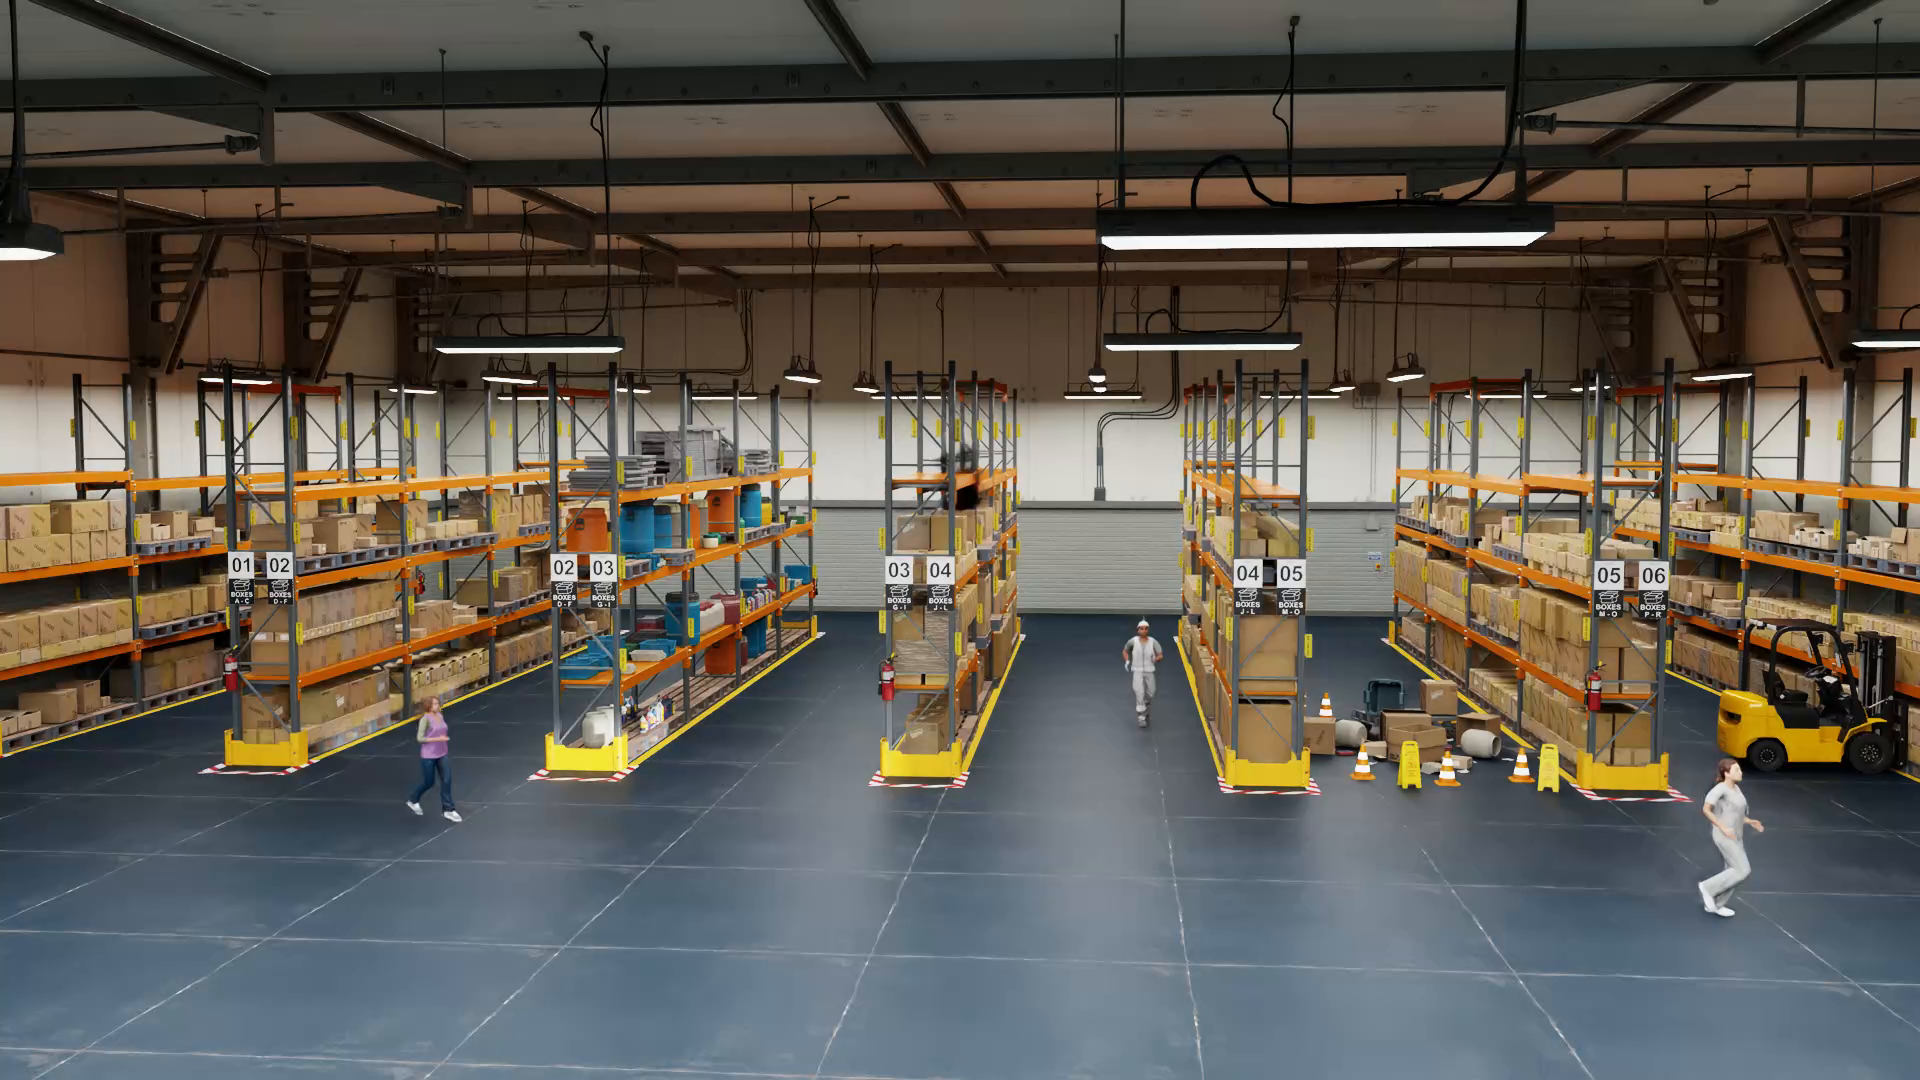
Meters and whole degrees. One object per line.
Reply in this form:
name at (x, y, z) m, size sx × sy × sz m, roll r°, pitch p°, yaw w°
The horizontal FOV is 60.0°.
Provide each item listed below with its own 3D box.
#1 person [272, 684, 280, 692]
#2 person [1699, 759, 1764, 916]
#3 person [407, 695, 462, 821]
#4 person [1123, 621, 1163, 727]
person at (-11.647, 2.297, 28.805) m, size 0.570 × 1.688 × 0.783 m, roll 0°, pitch 4°, yaw 1°
person at (7.926, 3.057, 17.083) m, size 0.540 × 1.626 × 0.544 m, roll -4°, pitch 5°, yaw -43°
person at (-6.731, 2.783, 21.261) m, size 0.833 × 1.583 × 0.539 m, roll 2°, pitch 4°, yaw 27°
person at (3.115, 2.256, 28.294) m, size 0.669 × 1.765 × 0.918 m, roll 0°, pitch 4°, yaw 0°
